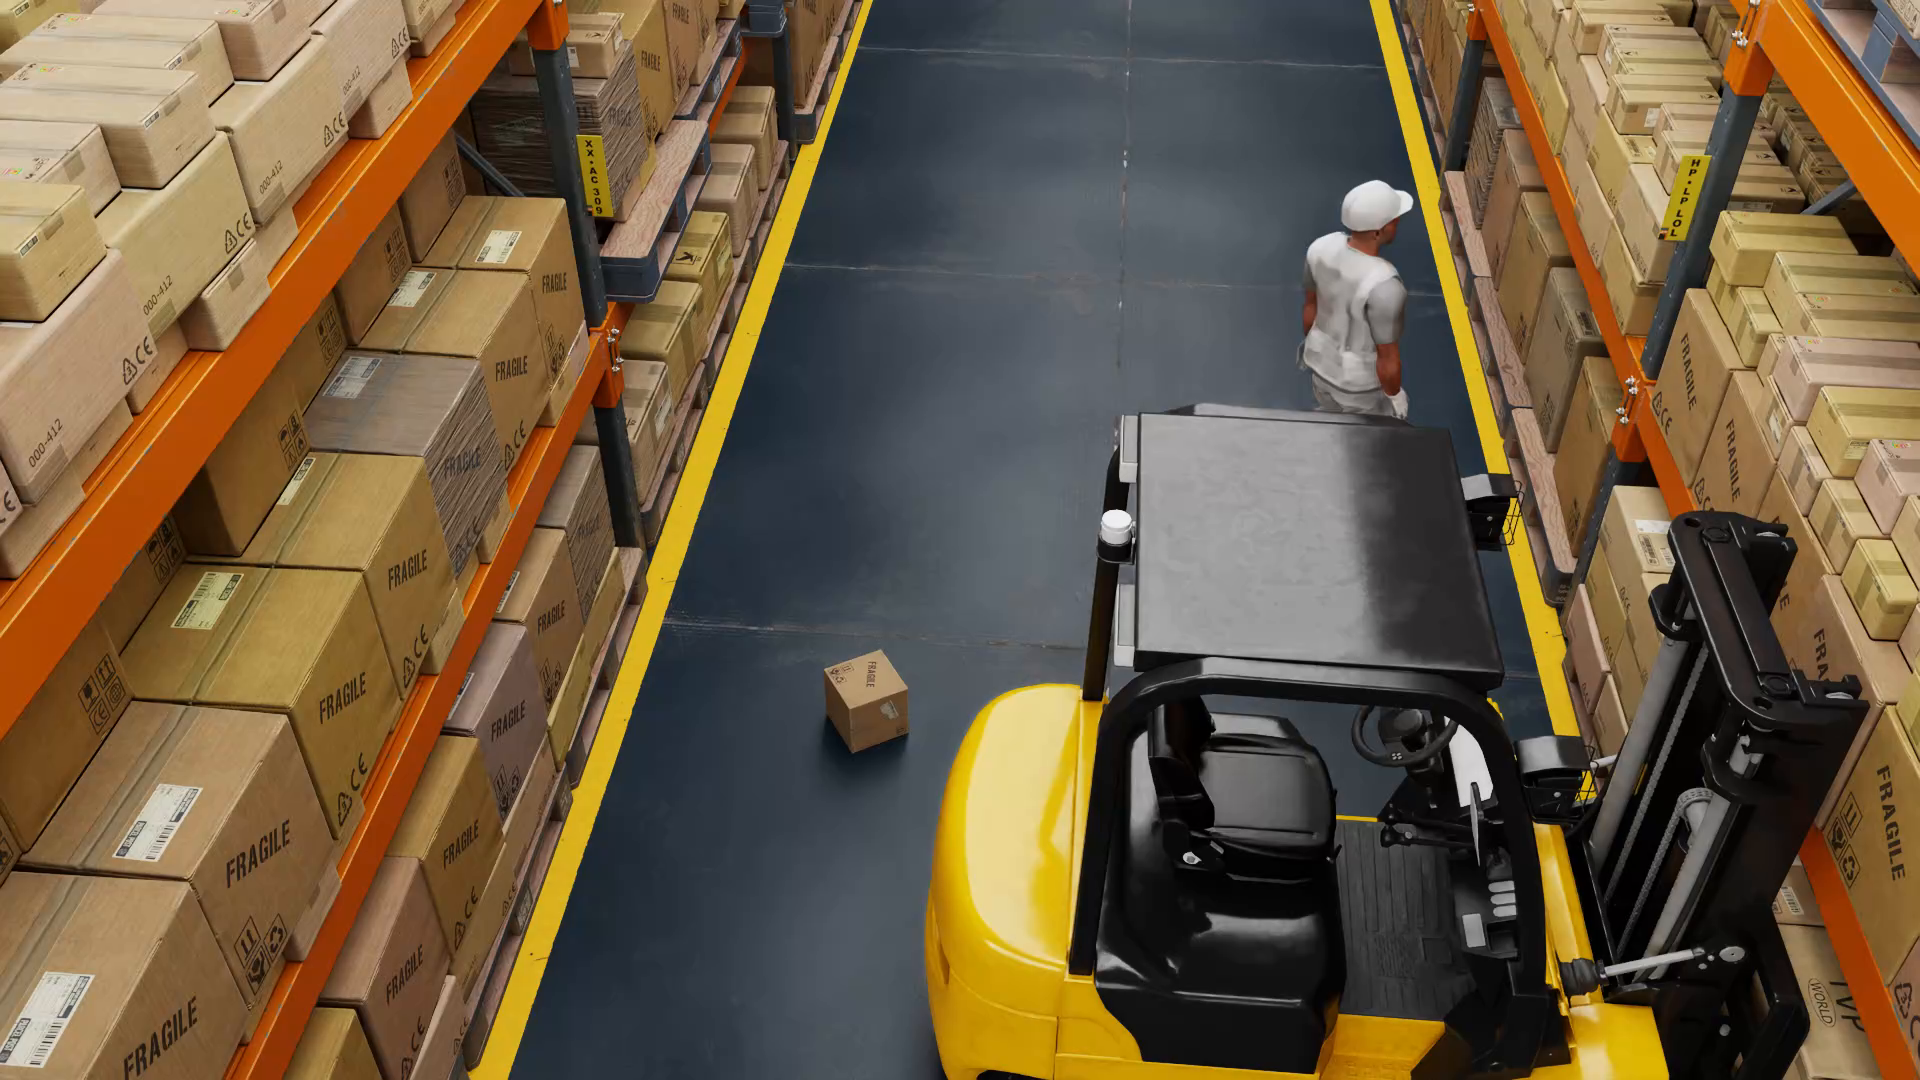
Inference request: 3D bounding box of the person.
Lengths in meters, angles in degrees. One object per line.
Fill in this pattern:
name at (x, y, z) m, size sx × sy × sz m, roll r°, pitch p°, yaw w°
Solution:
person at (1.660, -0.724, 6.967) m, size 0.620 × 1.785 × 0.590 m, roll -21°, pitch 44°, yaw -23°
